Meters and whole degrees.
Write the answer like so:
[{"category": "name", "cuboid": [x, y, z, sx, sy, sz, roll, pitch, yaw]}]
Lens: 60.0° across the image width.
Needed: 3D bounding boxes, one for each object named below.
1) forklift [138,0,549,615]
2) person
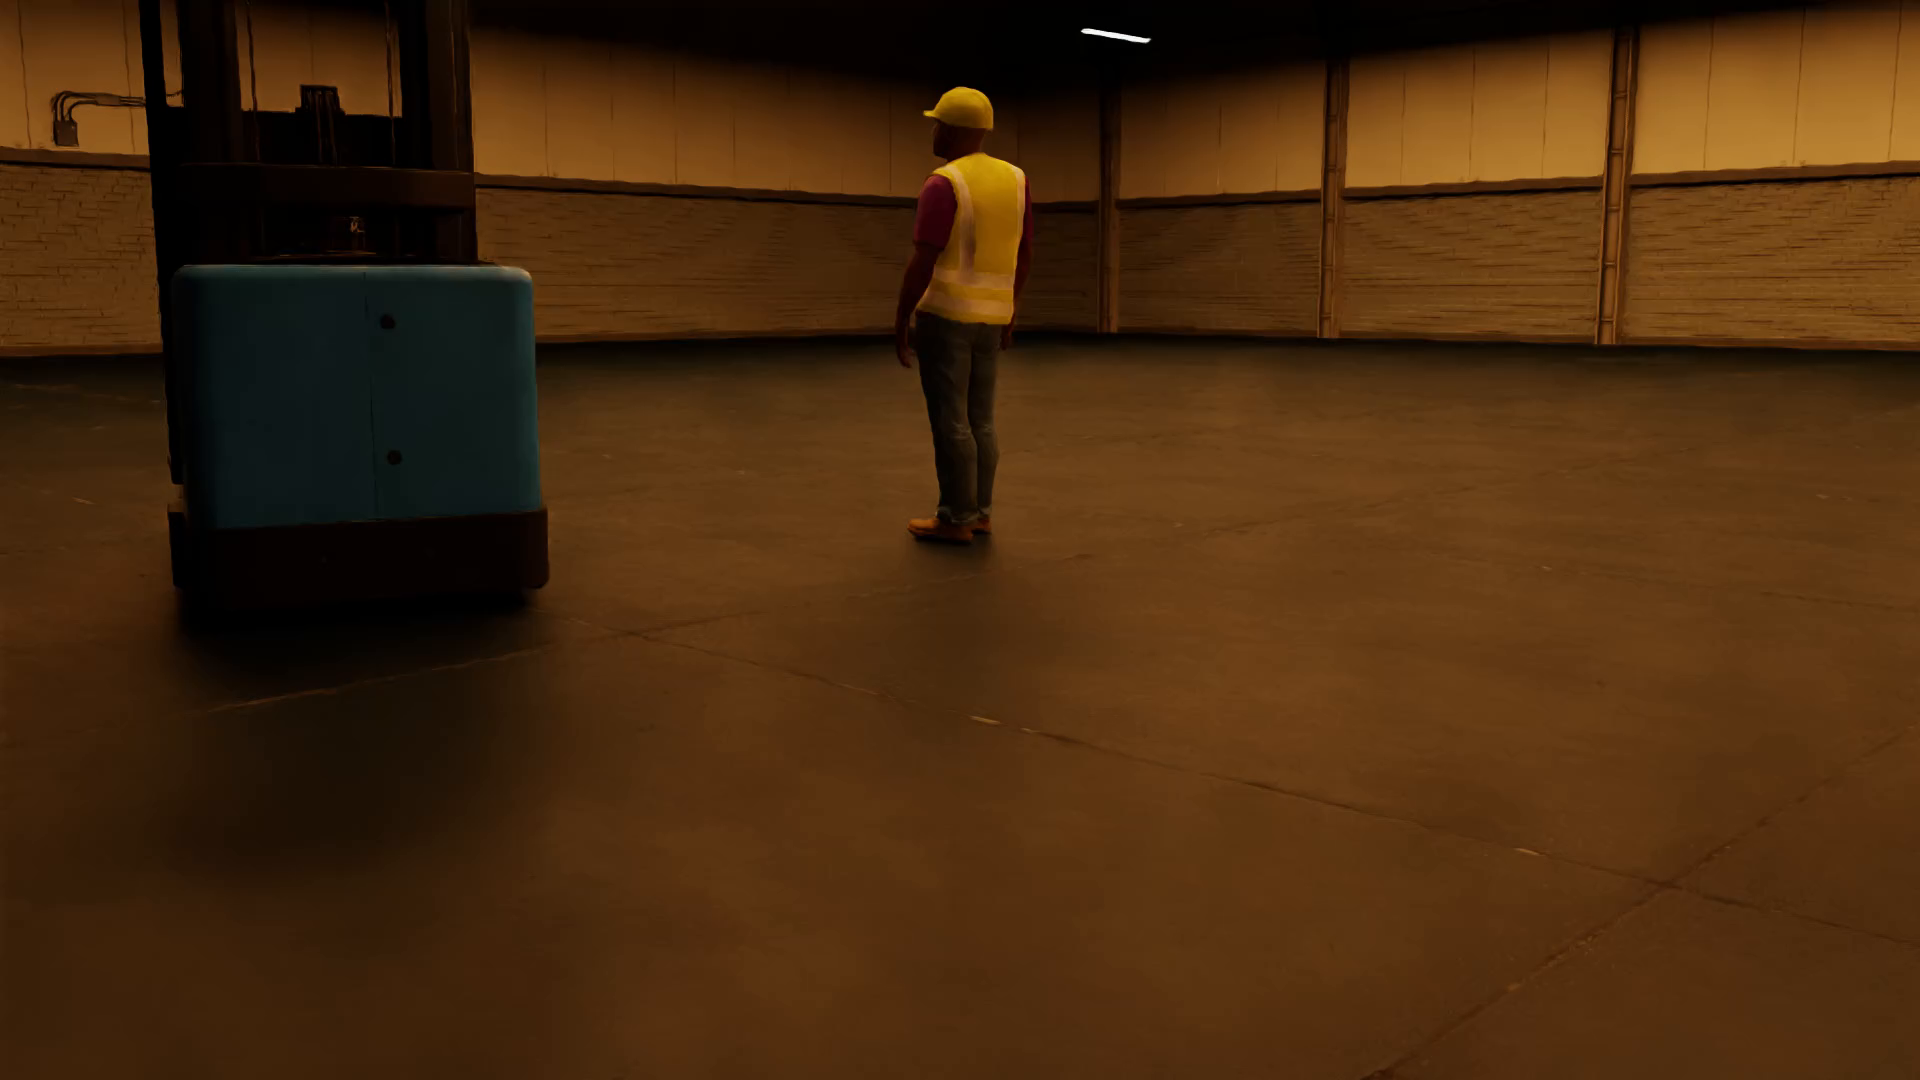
[{"category": "forklift", "cuboid": [-2.422, -1.404, 6.195, 1.130, 2.935, 3.031, -4, 10, -26]}, {"category": "person", "cuboid": [-0.046, -0.888, 6.637, 0.576, 1.766, 0.665, 8, 12, 43]}]
